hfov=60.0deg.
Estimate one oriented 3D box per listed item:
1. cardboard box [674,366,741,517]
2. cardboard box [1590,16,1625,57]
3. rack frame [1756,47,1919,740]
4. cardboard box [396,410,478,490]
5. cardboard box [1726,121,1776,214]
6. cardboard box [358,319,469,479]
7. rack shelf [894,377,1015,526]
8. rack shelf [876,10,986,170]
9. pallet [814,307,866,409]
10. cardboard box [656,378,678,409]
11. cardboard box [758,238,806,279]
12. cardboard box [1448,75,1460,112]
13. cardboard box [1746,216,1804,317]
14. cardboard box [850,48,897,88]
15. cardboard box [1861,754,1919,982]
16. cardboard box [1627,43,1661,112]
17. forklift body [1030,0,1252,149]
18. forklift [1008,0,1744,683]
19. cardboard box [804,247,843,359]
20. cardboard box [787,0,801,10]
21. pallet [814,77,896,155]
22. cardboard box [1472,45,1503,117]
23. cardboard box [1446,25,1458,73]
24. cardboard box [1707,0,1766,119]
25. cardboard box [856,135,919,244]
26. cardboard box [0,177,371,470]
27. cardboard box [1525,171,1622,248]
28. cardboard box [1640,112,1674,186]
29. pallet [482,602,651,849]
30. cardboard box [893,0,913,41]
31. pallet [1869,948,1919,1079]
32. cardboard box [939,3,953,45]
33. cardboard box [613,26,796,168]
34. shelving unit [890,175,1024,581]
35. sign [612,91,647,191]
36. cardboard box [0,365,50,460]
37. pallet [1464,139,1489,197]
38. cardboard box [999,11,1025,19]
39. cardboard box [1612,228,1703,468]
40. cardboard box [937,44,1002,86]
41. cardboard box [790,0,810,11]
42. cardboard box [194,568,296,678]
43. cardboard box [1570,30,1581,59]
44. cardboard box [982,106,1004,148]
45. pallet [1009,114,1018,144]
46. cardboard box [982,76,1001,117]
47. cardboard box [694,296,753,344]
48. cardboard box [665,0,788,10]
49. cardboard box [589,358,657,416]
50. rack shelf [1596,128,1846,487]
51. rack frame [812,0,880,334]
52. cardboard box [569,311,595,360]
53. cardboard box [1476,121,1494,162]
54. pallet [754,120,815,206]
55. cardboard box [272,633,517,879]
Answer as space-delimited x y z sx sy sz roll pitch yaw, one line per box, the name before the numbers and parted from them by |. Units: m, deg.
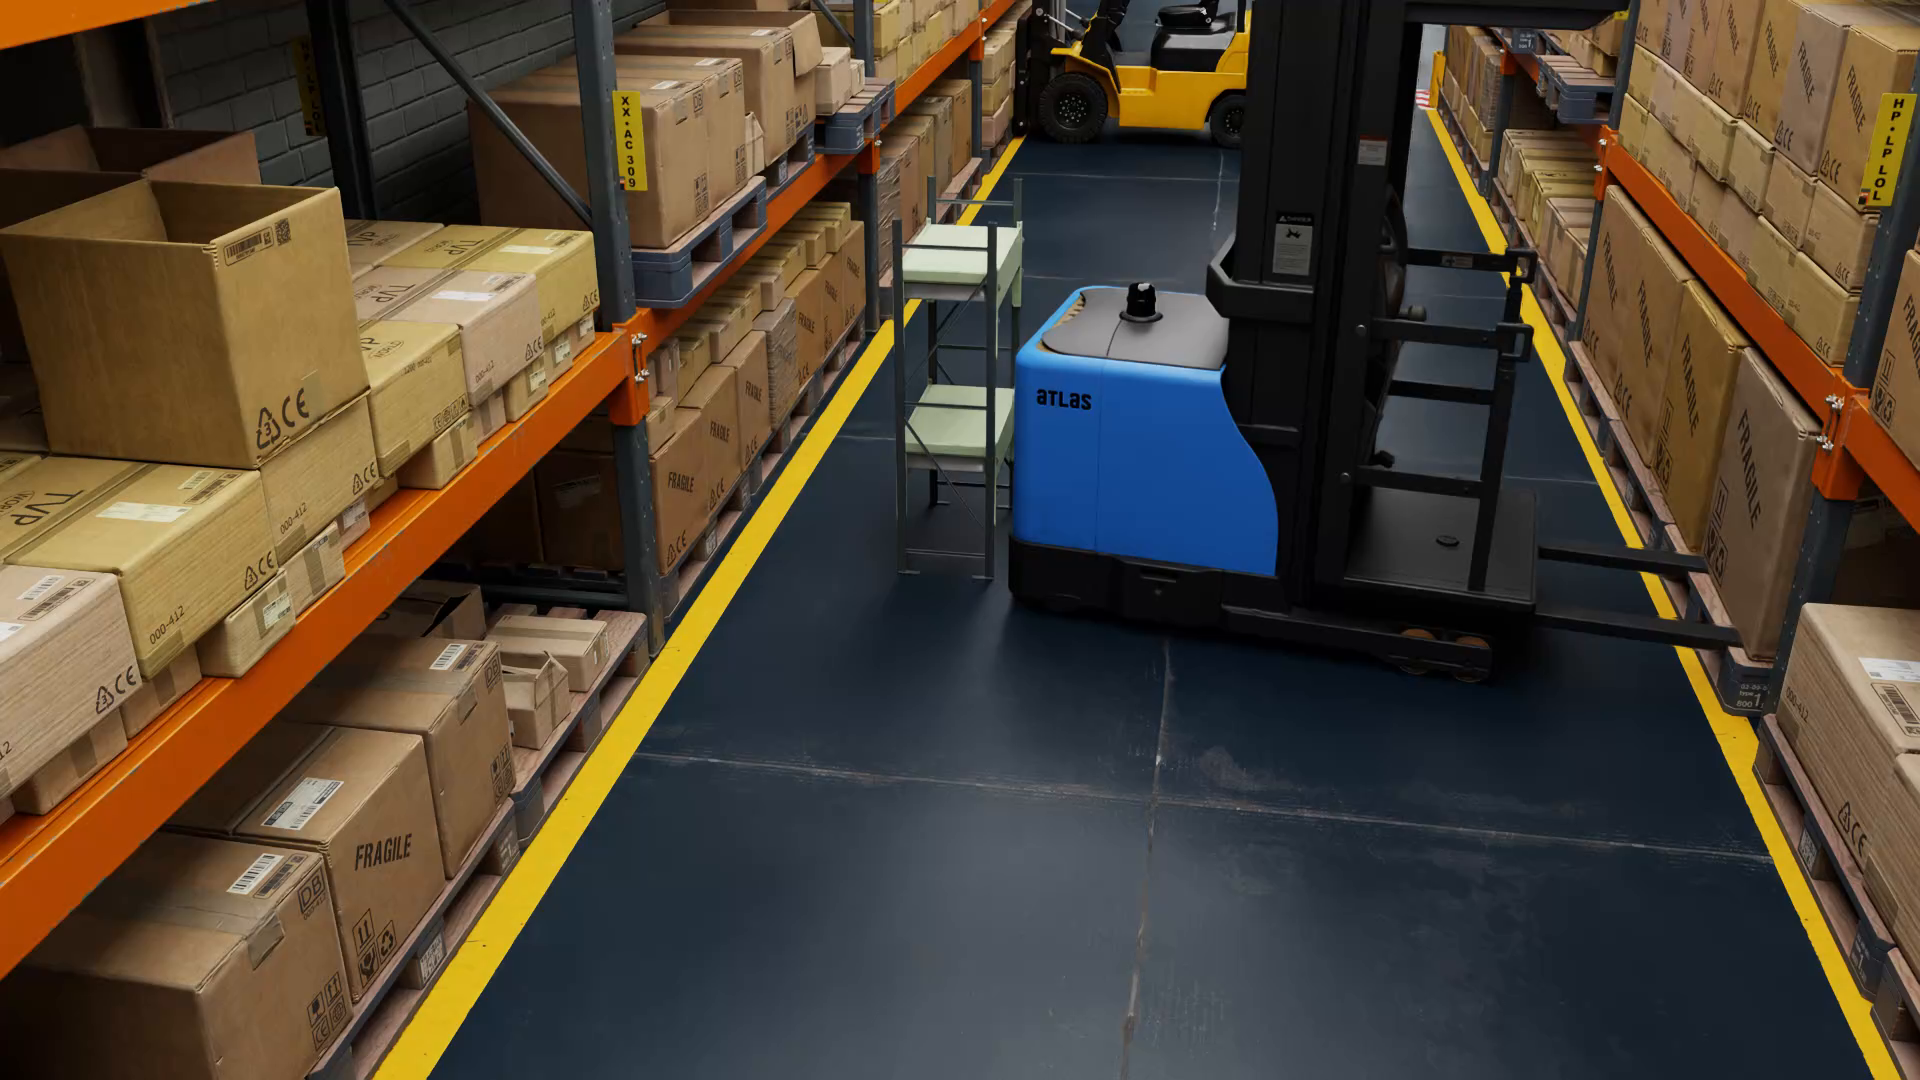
cardboard box | -1.256 -0.433 7.089 0.500 0.500 0.500 4 25 8
cardboard box | 3.717 -2.875 8.889 0.500 0.500 0.500 3 25 7
rack frame | 3.263 -0.622 5.041 1.000 3.000 0.127 4 25 9
cardboard box | -1.561 -0.263 4.569 0.380 0.149 0.250 4 25 8
cardboard box | 3.248 -1.409 6.308 0.500 0.250 0.500 5 25 10
cardboard box | -1.639 -0.383 4.357 0.500 0.250 0.500 4 25 8
rack shelf | 0.001 -0.387 7.076 0.431 0.370 0.720 4 25 9
rack shelf | -0.654 -3.148 11.286 1.077 0.370 4.000 4 25 9
pallet | -1.140 -1.065 9.276 1.003 0.211 1.213 4 25 9
cardboard box | -1.345 -0.569 6.616 0.380 0.149 0.250 3 25 7
cardboard box | -1.000 -1.435 8.465 0.380 0.149 0.250 5 26 10
cardboard box | 4.729 -4.055 15.122 0.500 0.250 0.500 5 26 10
cardboard box | 3.172 -0.972 5.966 0.500 0.250 0.500 4 25 8
cardboard box | -0.667 -2.738 9.739 0.500 0.250 0.500 4 25 9
cardboard box | 2.909 0.978 4.150 0.875 0.438 0.875 3 25 7
cardboard box | 3.590 -2.259 8.125 0.500 0.250 0.500 4 25 8
forklift body | 1.816 -4.680 14.710 2.313 2.155 1.214 4 25 9
forklift | 1.768 -1.055 6.047 3.031 2.935 1.130 8 26 16
cardboard box | -0.930 -1.295 8.932 0.500 0.500 0.500 4 25 8
cardboard box | -1.127 -3.127 9.508 0.380 0.149 0.250 5 26 10
pallet | -1.022 -2.262 8.771 1.213 0.211 1.003 4 25 9
cardboard box | 4.484 -3.732 13.547 0.500 0.500 0.500 4 25 9
cardboard box | 4.816 -4.597 15.397 0.500 0.500 0.500 3 25 7
cardboard box | 3.338 -1.970 6.622 0.500 0.500 0.500 4 25 9
cardboard box | -0.766 -2.286 10.901 0.875 0.625 0.625 5 26 10
cardboard box | -1.704 -0.497 3.714 0.500 0.500 0.500 5 25 10
cardboard box | 4.261 -2.157 10.924 0.950 0.372 0.625 5 26 10
cardboard box | 3.522 -1.824 7.786 0.500 0.250 0.500 3 25 7
pallet | -1.748 0.586 5.750 1.003 0.211 1.213 4 25 9
cardboard box | -0.584 -3.174 10.080 0.500 0.250 0.500 5 26 10
pallet | 2.864 1.465 3.871 1.003 0.211 1.213 4 25 9
cardboard box | -0.340 -3.597 11.574 0.500 0.250 0.500 4 25 9
cardboard box | -1.122 -1.932 7.225 0.700 0.500 0.500 4 25 8
shelving unit | 0.001 -0.682 6.938 0.431 1.500 0.755 4 25 9
sign | -1.098 -1.322 5.515 0.100 0.325 0.005 4 25 9
cardboard box | -2.218 -0.210 3.987 0.500 0.250 0.500 4 25 8
pallet | 4.645 -2.989 13.386 1.003 0.211 1.213 4 25 9
cardboard box | 0.409 -4.741 15.409 0.500 0.250 0.500 4 25 9
cardboard box | 3.572 -0.867 7.575 0.875 0.875 0.875 4 25 9
cardboard box | 0.061 -3.889 13.588 0.500 0.250 0.500 4 25 8
cardboard box | -1.182 -3.003 9.715 0.500 0.250 0.500 5 25 10
cardboard box | -1.704 0.168 3.648 0.380 0.149 0.250 3 25 7
cardboard box | 3.757 -2.855 9.613 0.380 0.149 0.250 3 25 6
cardboard box | 0.079 -3.435 13.798 0.500 0.250 0.500 4 25 9
pallet | 0.041 -3.889 15.309 1.003 0.211 1.213 4 25 9
cardboard box | 0.056 -3.663 13.695 0.500 0.250 0.500 4 25 8
cardboard box | -1.162 -0.998 7.533 0.380 0.149 0.250 5 26 10
cardboard box | -1.219 -2.669 8.800 0.500 0.500 0.500 5 26 11
cardboard box | -1.373 -0.587 6.303 0.380 0.149 0.250 4 25 8
rack shelf | 3.590 -1.133 6.981 1.077 0.370 4.000 4 25 9
rack frame | -0.981 -2.638 9.347 1.000 3.000 0.127 4 25 9
cardboard box | -1.438 -0.700 5.503 0.380 0.149 0.250 4 25 9
cardboard box | 4.402 -3.179 13.251 0.500 0.250 0.500 5 26 11
pallet | -1.294 -1.737 7.649 1.003 0.211 1.213 4 25 9
cardboard box | -1.747 0.612 4.857 0.700 0.500 0.500 3 25 7
